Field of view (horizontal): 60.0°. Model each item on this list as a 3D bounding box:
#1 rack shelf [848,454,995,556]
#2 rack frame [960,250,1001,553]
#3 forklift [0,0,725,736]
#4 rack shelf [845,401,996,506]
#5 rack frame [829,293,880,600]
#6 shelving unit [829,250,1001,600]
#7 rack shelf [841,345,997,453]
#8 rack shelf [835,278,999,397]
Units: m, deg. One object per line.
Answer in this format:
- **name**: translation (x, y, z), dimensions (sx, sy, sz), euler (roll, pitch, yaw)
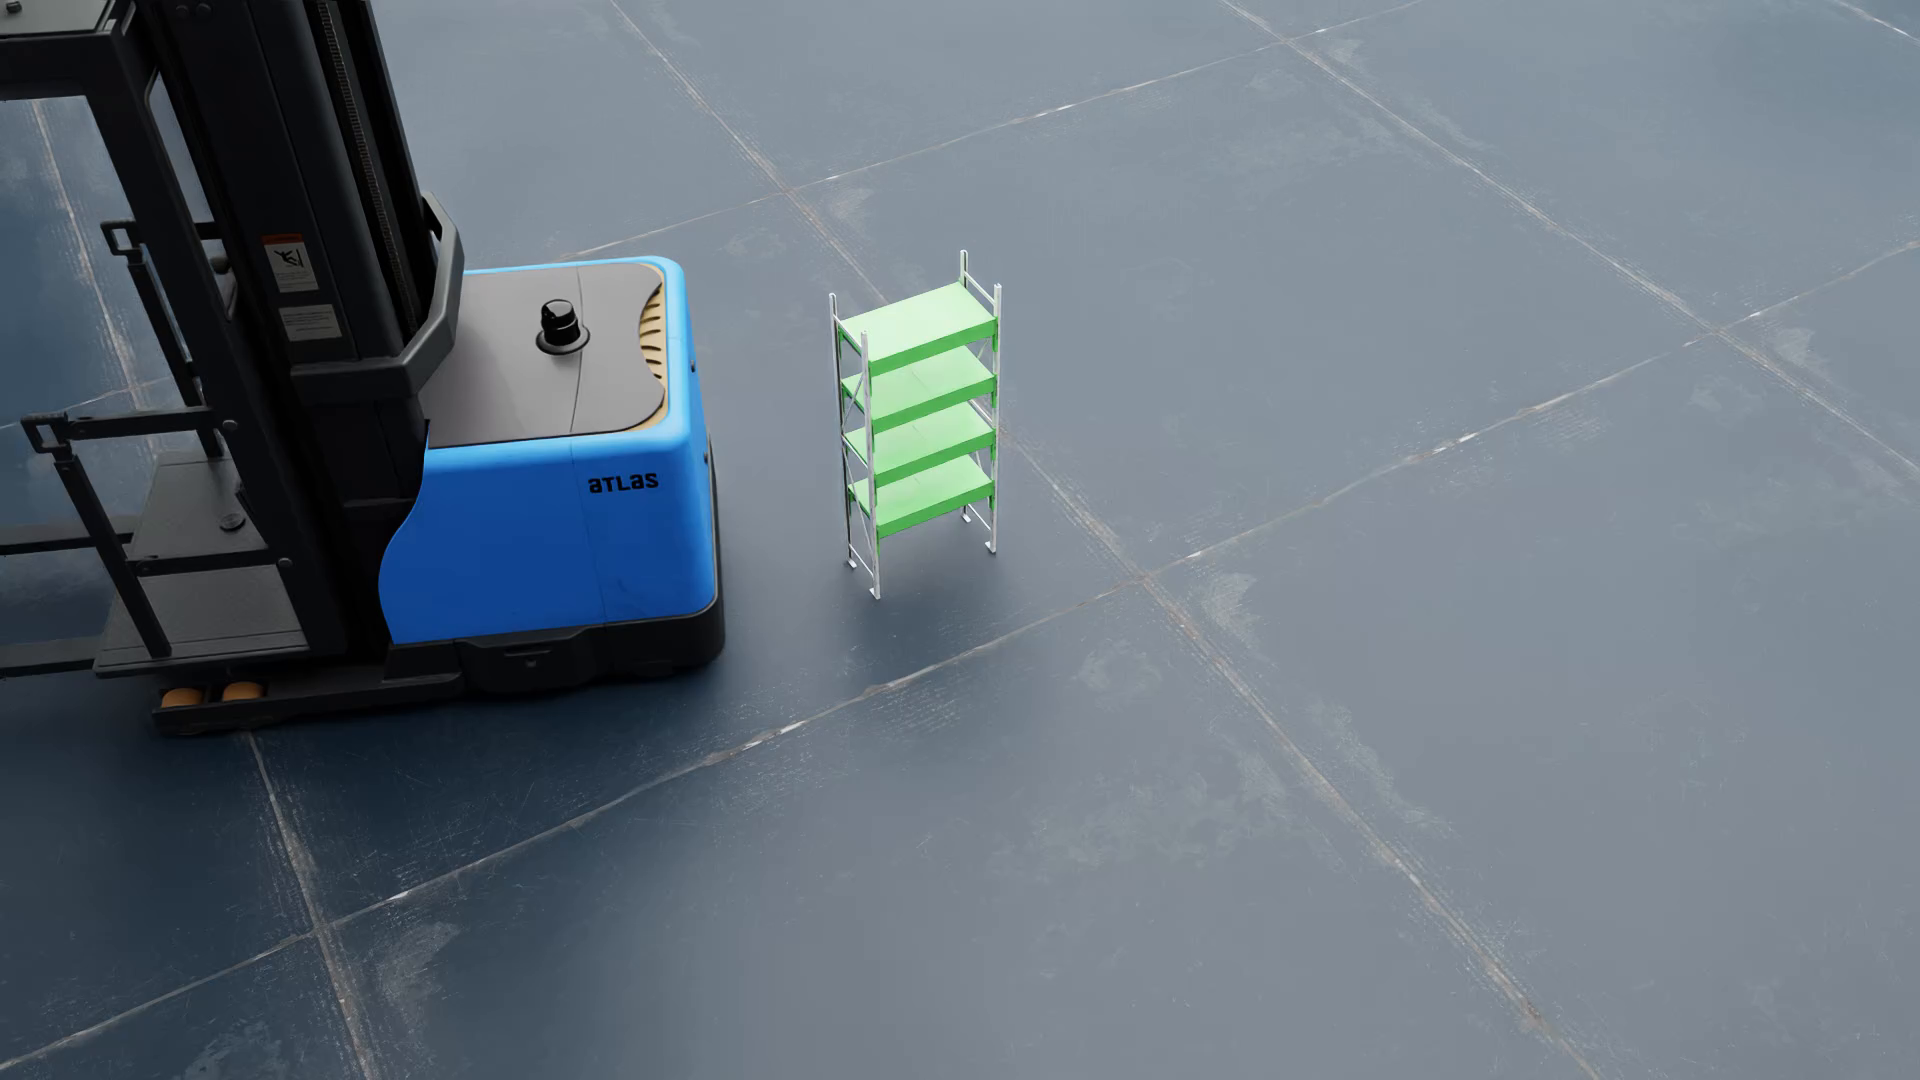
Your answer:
- **rack shelf**: translation (-0.144, -0.155, 5.985), dimensions (0.480, 0.148, 0.258), euler (-22, 48, -21)
- **rack frame**: translation (0.068, -0.458, 5.860), dimensions (0.015, 1.200, 0.240), euler (-22, 48, -21)
- **forklift**: translation (-2.377, -0.793, 4.963), dimensions (3.031, 2.935, 1.130), euler (-6, 44, -6)
- **rack shelf**: translation (-0.144, -0.327, 5.817), dimensions (0.480, 0.148, 0.258), euler (-22, 48, -21)
- **rack frame**: translation (-0.355, -0.288, 5.686), dimensions (0.015, 1.200, 0.240), euler (-22, 48, -21)
- **shelving unit**: translation (-0.144, -0.373, 5.773), dimensions (0.503, 1.200, 0.258), euler (-22, 48, -21)
- **rack shelf**: translation (-0.144, -0.500, 5.650), dimensions (0.480, 0.148, 0.258), euler (-22, 48, -21)
- **rack shelf**: translation (-0.144, -0.672, 5.483), dimensions (0.480, 0.148, 0.258), euler (-22, 48, -21)
